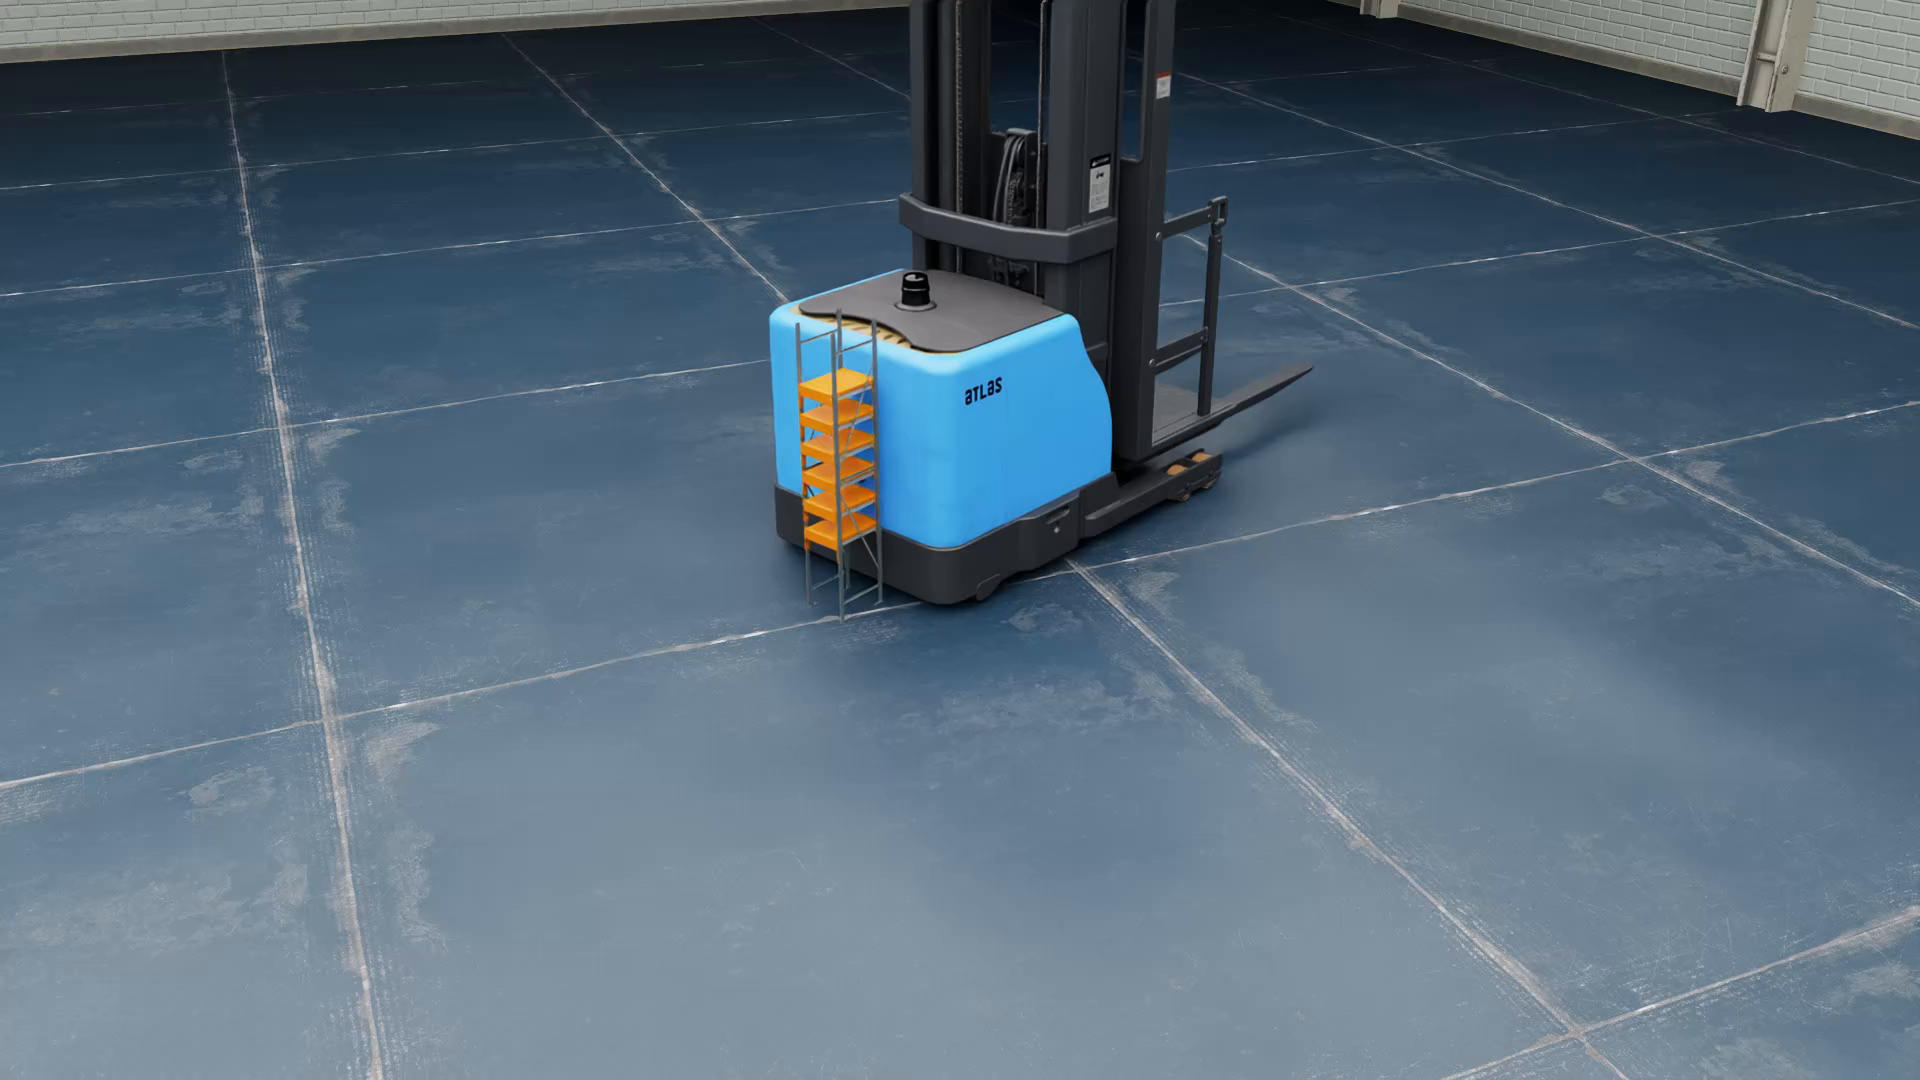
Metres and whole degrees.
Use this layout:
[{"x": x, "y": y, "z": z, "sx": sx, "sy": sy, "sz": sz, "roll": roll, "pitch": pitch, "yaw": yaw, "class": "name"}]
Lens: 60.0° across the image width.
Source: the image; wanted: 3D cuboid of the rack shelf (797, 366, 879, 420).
[{"x": -0.462, "y": -0.560, "z": 6.311, "sx": 0.180, "sy": 0.103, "sz": 0.258, "roll": 21, "pitch": 33, "yaw": 36, "class": "rack shelf"}]

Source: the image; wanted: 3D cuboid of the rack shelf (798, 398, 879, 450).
[{"x": -0.462, "y": -0.452, "z": 6.363, "sx": 0.180, "sy": 0.103, "sz": 0.258, "roll": 21, "pitch": 33, "yaw": 36, "class": "rack shelf"}]

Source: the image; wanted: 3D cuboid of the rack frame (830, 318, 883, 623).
[{"x": -0.393, "y": -0.251, "z": 6.396, "sx": 0.006, "sy": 1.200, "sz": 0.240, "roll": 21, "pitch": 33, "yaw": 36, "class": "rack frame"}]

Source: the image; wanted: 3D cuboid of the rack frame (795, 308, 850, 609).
[{"x": -0.532, "y": -0.303, "z": 6.503, "sx": 0.006, "sy": 1.200, "sz": 0.240, "roll": 21, "pitch": 33, "yaw": 36, "class": "rack frame"}]

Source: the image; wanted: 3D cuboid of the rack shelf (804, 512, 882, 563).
[{"x": -0.462, "y": -0.021, "z": 6.574, "sx": 0.180, "sy": 0.103, "sz": 0.258, "roll": 21, "pitch": 33, "yaw": 36, "class": "rack shelf"}]

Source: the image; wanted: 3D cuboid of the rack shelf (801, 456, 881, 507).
[{"x": -0.462, "y": -0.237, "z": 6.469, "sx": 0.180, "sy": 0.103, "sz": 0.258, "roll": 21, "pitch": 33, "yaw": 36, "class": "rack shelf"}]

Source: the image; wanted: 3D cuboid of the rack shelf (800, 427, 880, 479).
[{"x": -0.462, "y": -0.345, "z": 6.416, "sx": 0.180, "sy": 0.103, "sz": 0.258, "roll": 21, "pitch": 33, "yaw": 36, "class": "rack shelf"}]

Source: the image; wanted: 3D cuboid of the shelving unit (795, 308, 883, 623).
[{"x": -0.462, "y": -0.277, "z": 6.449, "sx": 0.189, "sy": 1.200, "sz": 0.258, "roll": 21, "pitch": 33, "yaw": 36, "class": "shelving unit"}]

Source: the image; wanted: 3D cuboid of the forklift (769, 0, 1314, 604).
[{"x": 0.570, "y": -1.626, "z": 7.240, "sx": 1.130, "sy": 2.935, "sz": 3.031, "roll": 22, "pitch": 33, "yaw": 37, "class": "forklift"}]

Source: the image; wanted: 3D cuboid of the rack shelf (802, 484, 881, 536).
[{"x": -0.462, "y": -0.129, "z": 6.521, "sx": 0.180, "sy": 0.103, "sz": 0.258, "roll": 21, "pitch": 33, "yaw": 36, "class": "rack shelf"}]

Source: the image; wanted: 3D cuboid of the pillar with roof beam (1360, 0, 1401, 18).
[{"x": 1.206, "y": -9.771, "z": 17.006, "sx": 9.100, "sy": 9.000, "sz": 0.400, "roll": -11, "pitch": 28, "yaw": -21, "class": "pillar with roof beam"}]

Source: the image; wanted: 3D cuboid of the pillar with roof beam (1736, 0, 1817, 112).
[{"x": 3.555, "y": -7.349, "z": 12.045, "sx": 9.100, "sy": 9.000, "sz": 0.400, "roll": -11, "pitch": 28, "yaw": -21, "class": "pillar with roof beam"}]
